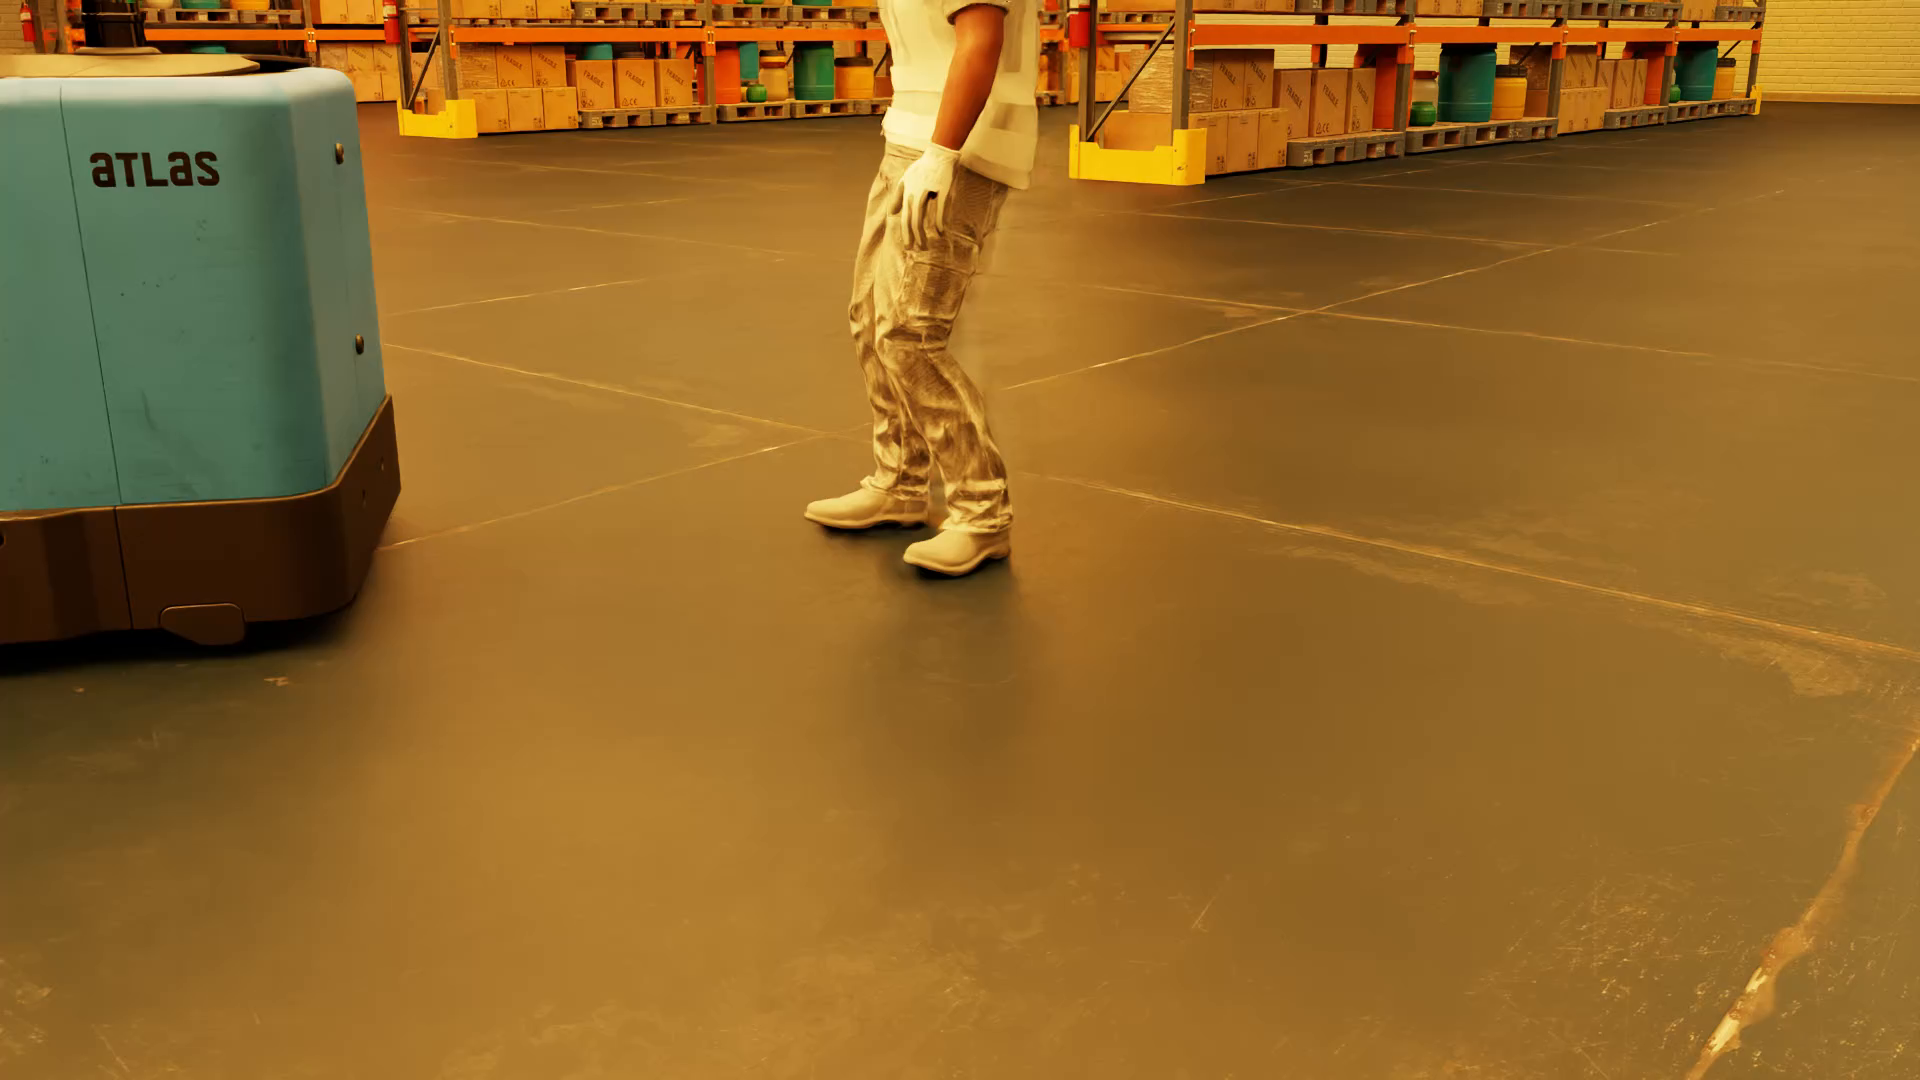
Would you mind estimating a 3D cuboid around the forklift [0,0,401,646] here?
[{"bbox_3d":[-2.776,-1.247,3.004,3.031,2.935,1.130,-3,17,-11],"label":"forklift"}]

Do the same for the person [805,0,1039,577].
[{"bbox_3d":[-0.097,-0.824,3.650,0.512,1.756,0.664,-3,17,-8],"label":"person"}]
